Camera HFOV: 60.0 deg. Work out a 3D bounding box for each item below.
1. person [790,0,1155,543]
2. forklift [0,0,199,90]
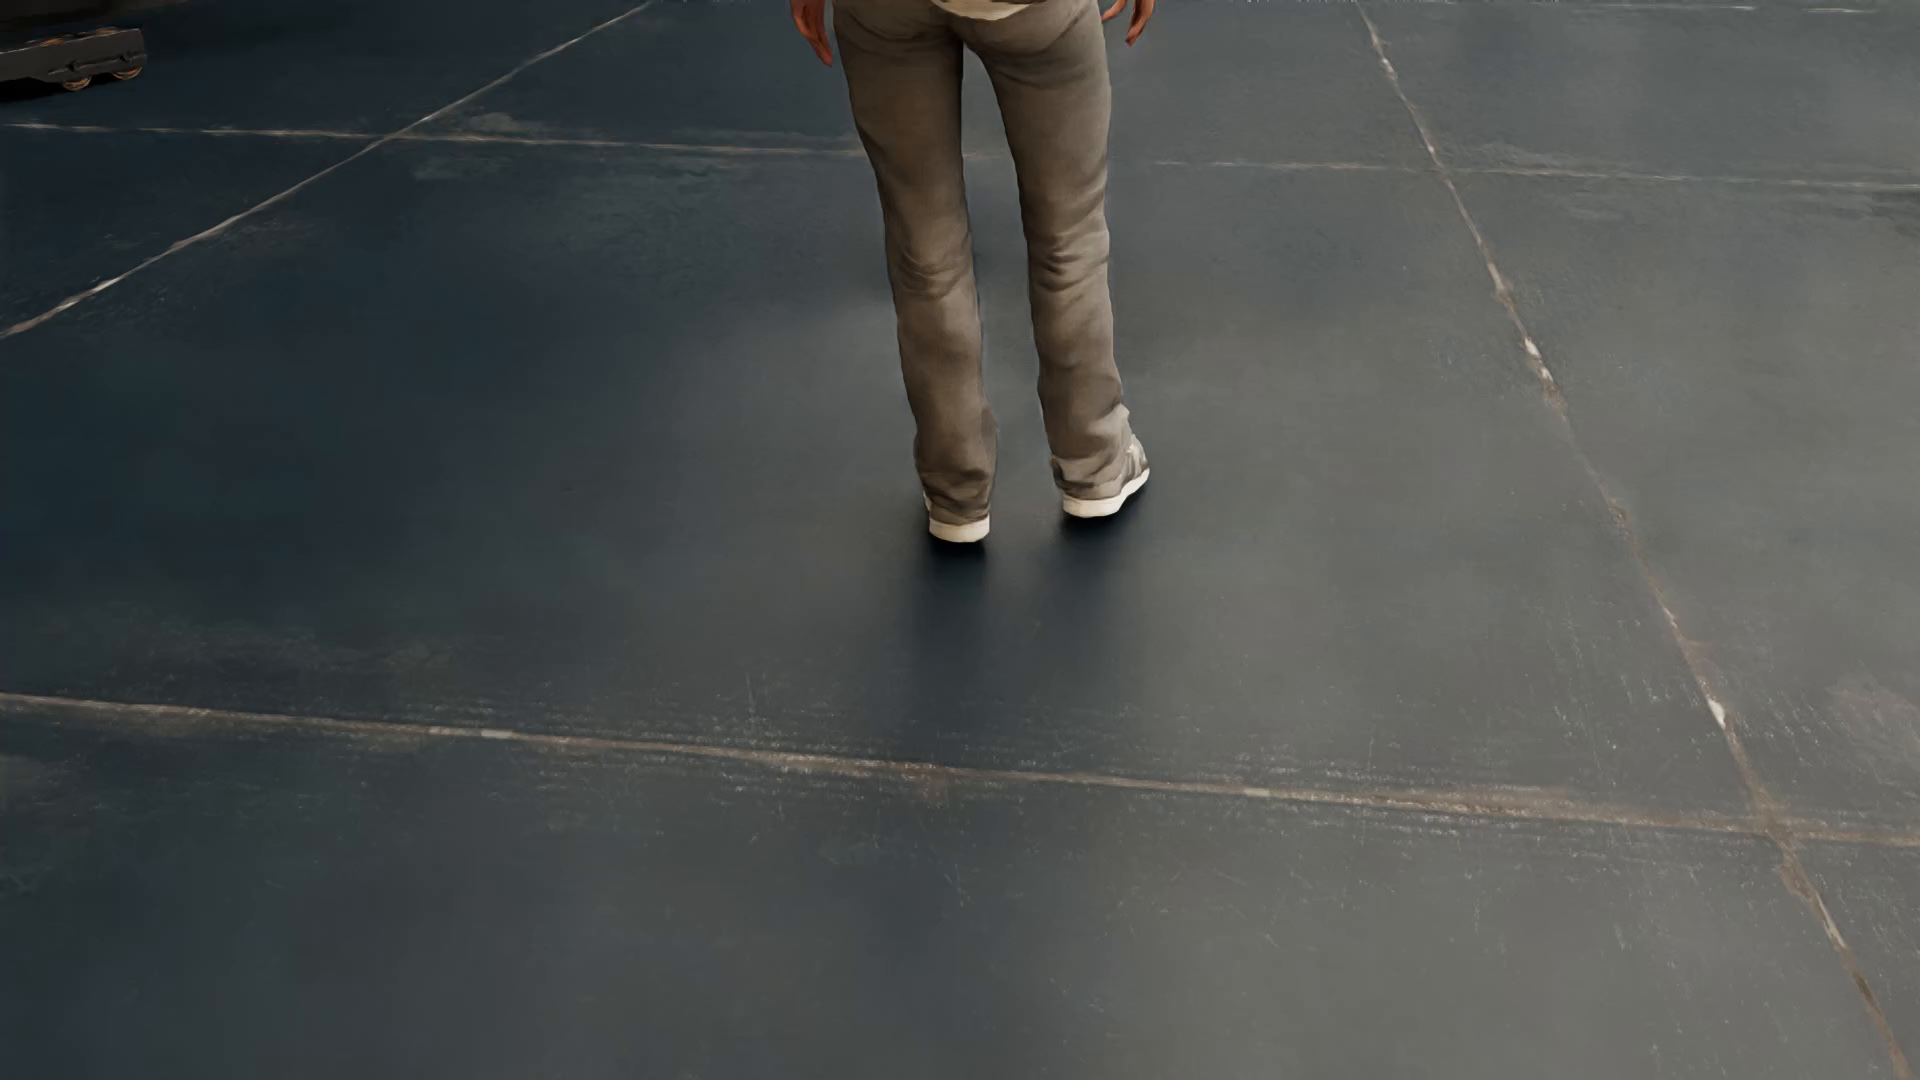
[{"bbox_3d":[0.023,-0.753,2.204,0.521,1.597,0.474,3,27,7],"label":"person"},{"bbox_3d":[-3.414,-2.867,4.965,1.130,2.935,3.031,13,29,24],"label":"forklift"}]
